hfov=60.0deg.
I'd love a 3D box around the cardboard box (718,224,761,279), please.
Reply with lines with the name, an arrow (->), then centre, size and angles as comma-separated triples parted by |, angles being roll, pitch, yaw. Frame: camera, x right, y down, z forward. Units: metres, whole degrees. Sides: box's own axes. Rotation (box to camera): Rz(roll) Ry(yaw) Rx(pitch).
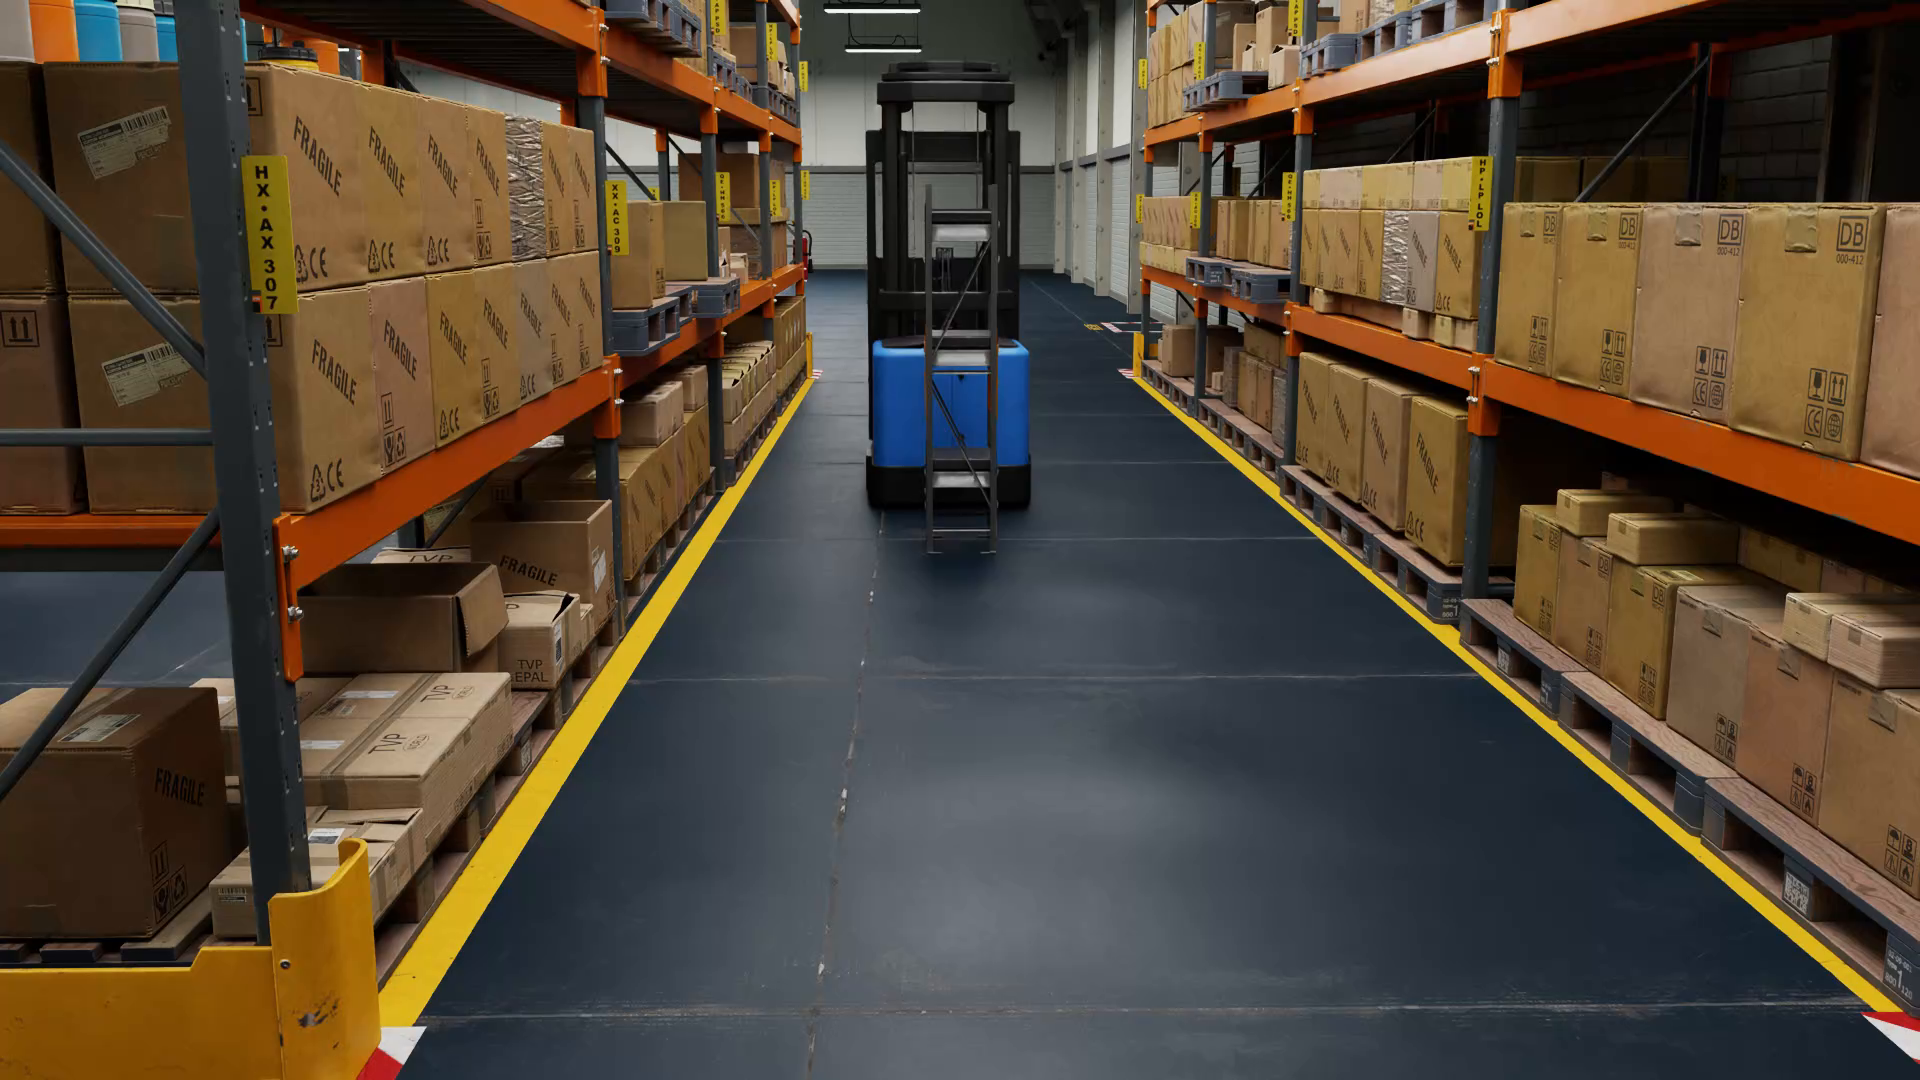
cardboard box -> -2.255, -2.734, 15.740 | 0.700, 0.500, 0.500 | -1, 11, -3

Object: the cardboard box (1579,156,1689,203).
cardboard box -> 3.130, -1.692, 7.921 | 0.500, 0.250, 0.500 | 0, 11, 1

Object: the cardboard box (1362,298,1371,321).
cardboard box -> 2.626, -1.387, 9.935 | 0.380, 0.149, 0.250 | 0, 11, 0

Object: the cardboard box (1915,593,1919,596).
cardboard box -> 3.038, 0.253, 4.865 | 0.380, 0.149, 0.250 | 0, 11, -1

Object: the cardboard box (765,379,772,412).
cardboard box -> -1.932, -1.273, 14.651 | 0.500, 0.250, 0.500 | 0, 11, -2

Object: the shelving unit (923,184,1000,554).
shelving unit -> 0.003, -0.996, 9.688 | 0.431, 2.100, 0.503 | 0, 11, -1

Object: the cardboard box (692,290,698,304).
cardboard box -> -2.120, -1.831, 11.762 | 0.500, 0.311, 0.500 | 0, 11, 2

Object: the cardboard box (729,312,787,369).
cardboard box -> -1.936, -1.916, 15.933 | 0.500, 0.500, 0.500 | 0, 11, -1

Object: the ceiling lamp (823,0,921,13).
ceiling lamp -> -1.801, -12.442, 34.075 | 2.000, 3.185, 0.800 | 0, 11, -1

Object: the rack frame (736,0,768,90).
rack frame -> -2.239, -5.537, 14.719 | 1.000, 3.000, 0.127 | 0, 11, -1

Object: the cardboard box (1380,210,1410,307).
cardboard box -> 2.595, -1.524, 8.978 | 0.500, 0.500, 0.500 | 0, 11, -1

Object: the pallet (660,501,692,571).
pallet -> -2.157, -0.045, 9.748 | 1.003, 0.211, 1.213 | 0, 11, -1

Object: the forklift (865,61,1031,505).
forklift -> -0.134, -1.912, 12.113 | 1.130, 2.935, 3.031 | -1, 11, -3

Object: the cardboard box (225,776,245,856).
cardboard box -> -2.167, 0.773, 4.722 | 0.380, 0.166, 0.250 | 0, 11, -1

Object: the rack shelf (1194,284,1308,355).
rack shelf -> 2.755, -1.868, 13.531 | 1.077, 0.370, 4.000 | 0, 11, -1

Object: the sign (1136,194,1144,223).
sign -> 2.088, -3.835, 19.241 | 0.100, 0.325, 0.005 | 0, 11, -1

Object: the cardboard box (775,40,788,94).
cardboard box -> -2.147, -4.720, 16.567 | 0.797, 0.503, 0.637 | 1, 12, 5

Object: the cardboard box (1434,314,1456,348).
cardboard box -> 2.560, -1.031, 8.176 | 0.380, 0.149, 0.250 | 0, 11, 0

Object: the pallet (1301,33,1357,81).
pallet -> 2.862, -3.073, 10.591 | 1.213, 0.211, 1.003 | 0, 11, 1

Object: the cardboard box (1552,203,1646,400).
cardboard box -> 2.883, -0.922, 6.304 | 0.980, 0.700, 0.700 | -1, 11, -3

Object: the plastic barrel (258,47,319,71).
plastic barrel -> -7.124, -4.914, 17.665 | 0.600, 0.588, 0.600 | 0, 11, 0

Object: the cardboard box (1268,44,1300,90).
cardboard box -> 2.511, -3.401, 11.909 | 0.500, 0.311, 0.500 | 0, 11, -1

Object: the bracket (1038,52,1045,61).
bracket -> 2.478, -14.497, 49.832 | 0.235, 0.232, 0.430 | 0, 11, -1

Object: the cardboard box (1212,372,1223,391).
cardboard box -> 2.672, -1.551, 16.181 | 0.380, 0.166, 0.250 | -2, 12, -9

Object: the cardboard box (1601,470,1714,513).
cardboard box -> 2.987, -0.207, 7.134 | 0.380, 0.149, 0.250 | 0, 11, -1

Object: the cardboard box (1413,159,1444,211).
cardboard box -> 2.612, -1.793, 8.418 | 0.500, 0.250, 0.500 | 0, 11, 0

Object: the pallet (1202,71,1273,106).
pallet -> 2.644, -3.667, 13.516 | 1.213, 0.211, 1.003 | 0, 11, -1

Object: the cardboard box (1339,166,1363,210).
cardboard box -> 2.574, -2.097, 9.917 | 0.500, 0.250, 0.500 | 0, 11, -1

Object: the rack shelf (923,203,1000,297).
rack shelf -> 0.003, -1.669, 9.552 | 0.431, 0.518, 0.480 | 0, 11, -1

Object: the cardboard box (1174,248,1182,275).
cardboard box -> 2.398, -2.746, 16.378 | 0.500, 0.250, 0.500 | 0, 11, -1

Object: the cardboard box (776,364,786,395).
cardboard box -> -1.946, -1.549, 16.007 | 0.500, 0.250, 0.500 | 0, 11, -1

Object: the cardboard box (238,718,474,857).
cardboard box -> -1.729, 0.712, 4.815 | 0.500, 0.250, 0.500 | 0, 11, -1

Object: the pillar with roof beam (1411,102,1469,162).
pillar with roof beam -> -0.670, -5.007, 12.108 | 9.100, 9.000, 0.400 | 0, 11, -1

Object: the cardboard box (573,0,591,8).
cardboard box -> -1.798, -2.308, 6.722 | 0.500, 0.250, 0.500 | 0, 11, -1

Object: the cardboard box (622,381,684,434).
cardboard box -> -1.872, -0.760, 9.557 | 0.500, 0.250, 0.500 | 0, 11, -2

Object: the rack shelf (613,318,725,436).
rack shelf -> -2.115, -1.052, 9.508 | 1.077, 0.370, 4.000 | 0, 11, -1

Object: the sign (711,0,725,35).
sign -> -1.614, -3.527, 11.055 | 0.100, 0.325, 0.005 | 0, 11, -1

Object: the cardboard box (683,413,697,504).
cardboard box -> -1.892, -0.505, 10.182 | 0.500, 0.500, 0.500 | -1, 11, -3

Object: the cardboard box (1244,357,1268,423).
cardboard box -> 2.776, -1.258, 13.897 | 0.700, 0.500, 0.500 | 0, 11, -1

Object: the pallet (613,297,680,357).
pallet -> -1.981, -1.072, 8.281 | 1.003, 0.211, 1.213 | 0, 11, -1

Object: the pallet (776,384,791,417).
pallet -> -2.214, -1.389, 16.373 | 1.003, 0.211, 1.213 | 0, 11, -1

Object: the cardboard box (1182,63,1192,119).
cardboard box -> 2.458, -4.347, 16.095 | 0.500, 0.500, 0.500 | -1, 12, -6

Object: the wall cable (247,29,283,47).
wall cable -> -21.543, -15.849, 49.216 | 3.097, 2.526, 0.112 | 0, 11, -1

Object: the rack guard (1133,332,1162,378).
rack guard -> 2.632, -2.173, 19.513 | 1.175, 0.500, 0.348 | 0, 11, -1

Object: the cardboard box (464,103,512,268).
cardboard box -> -1.772, -1.144, 5.388 | 0.500, 0.500, 0.500 | 0, 11, -2

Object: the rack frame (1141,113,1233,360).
rack frame -> 2.631, -3.413, 19.338 | 1.000, 3.000, 0.127 | 0, 11, -1

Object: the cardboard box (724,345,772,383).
cardboard box -> -1.927, -1.547, 14.590 | 0.500, 0.311, 0.500 | 0, 11, 0

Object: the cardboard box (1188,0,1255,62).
cardboard box -> 2.432, -4.735, 15.495 | 0.500, 0.500, 0.500 | -1, 12, -6

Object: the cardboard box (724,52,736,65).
cardboard box -> -2.236, -4.077, 14.386 | 0.500, 0.250, 0.500 | 1, 12, 5

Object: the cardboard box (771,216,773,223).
cardboard box -> -2.082, -3.274, 16.771 | 0.380, 0.149, 0.250 | -1, 11, -3

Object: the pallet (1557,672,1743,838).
pallet -> 2.844, 0.733, 5.913 | 1.003, 0.211, 1.213 | 0, 11, -1

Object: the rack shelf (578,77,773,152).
rack shelf -> -2.198, -3.317, 13.129 | 1.077, 0.370, 4.000 | 0, 11, -1

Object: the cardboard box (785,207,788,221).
cardboard box -> -2.117, -3.632, 18.533 | 0.380, 0.149, 0.250 | 0, 11, 0

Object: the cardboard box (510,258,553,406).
cardboard box -> -1.782, -0.753, 5.974 | 0.500, 0.500, 0.500 | 0, 11, 0

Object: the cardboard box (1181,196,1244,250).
cardboard box -> 2.394, -3.015, 15.815 | 0.500, 0.500, 0.500 | 0, 11, -1
